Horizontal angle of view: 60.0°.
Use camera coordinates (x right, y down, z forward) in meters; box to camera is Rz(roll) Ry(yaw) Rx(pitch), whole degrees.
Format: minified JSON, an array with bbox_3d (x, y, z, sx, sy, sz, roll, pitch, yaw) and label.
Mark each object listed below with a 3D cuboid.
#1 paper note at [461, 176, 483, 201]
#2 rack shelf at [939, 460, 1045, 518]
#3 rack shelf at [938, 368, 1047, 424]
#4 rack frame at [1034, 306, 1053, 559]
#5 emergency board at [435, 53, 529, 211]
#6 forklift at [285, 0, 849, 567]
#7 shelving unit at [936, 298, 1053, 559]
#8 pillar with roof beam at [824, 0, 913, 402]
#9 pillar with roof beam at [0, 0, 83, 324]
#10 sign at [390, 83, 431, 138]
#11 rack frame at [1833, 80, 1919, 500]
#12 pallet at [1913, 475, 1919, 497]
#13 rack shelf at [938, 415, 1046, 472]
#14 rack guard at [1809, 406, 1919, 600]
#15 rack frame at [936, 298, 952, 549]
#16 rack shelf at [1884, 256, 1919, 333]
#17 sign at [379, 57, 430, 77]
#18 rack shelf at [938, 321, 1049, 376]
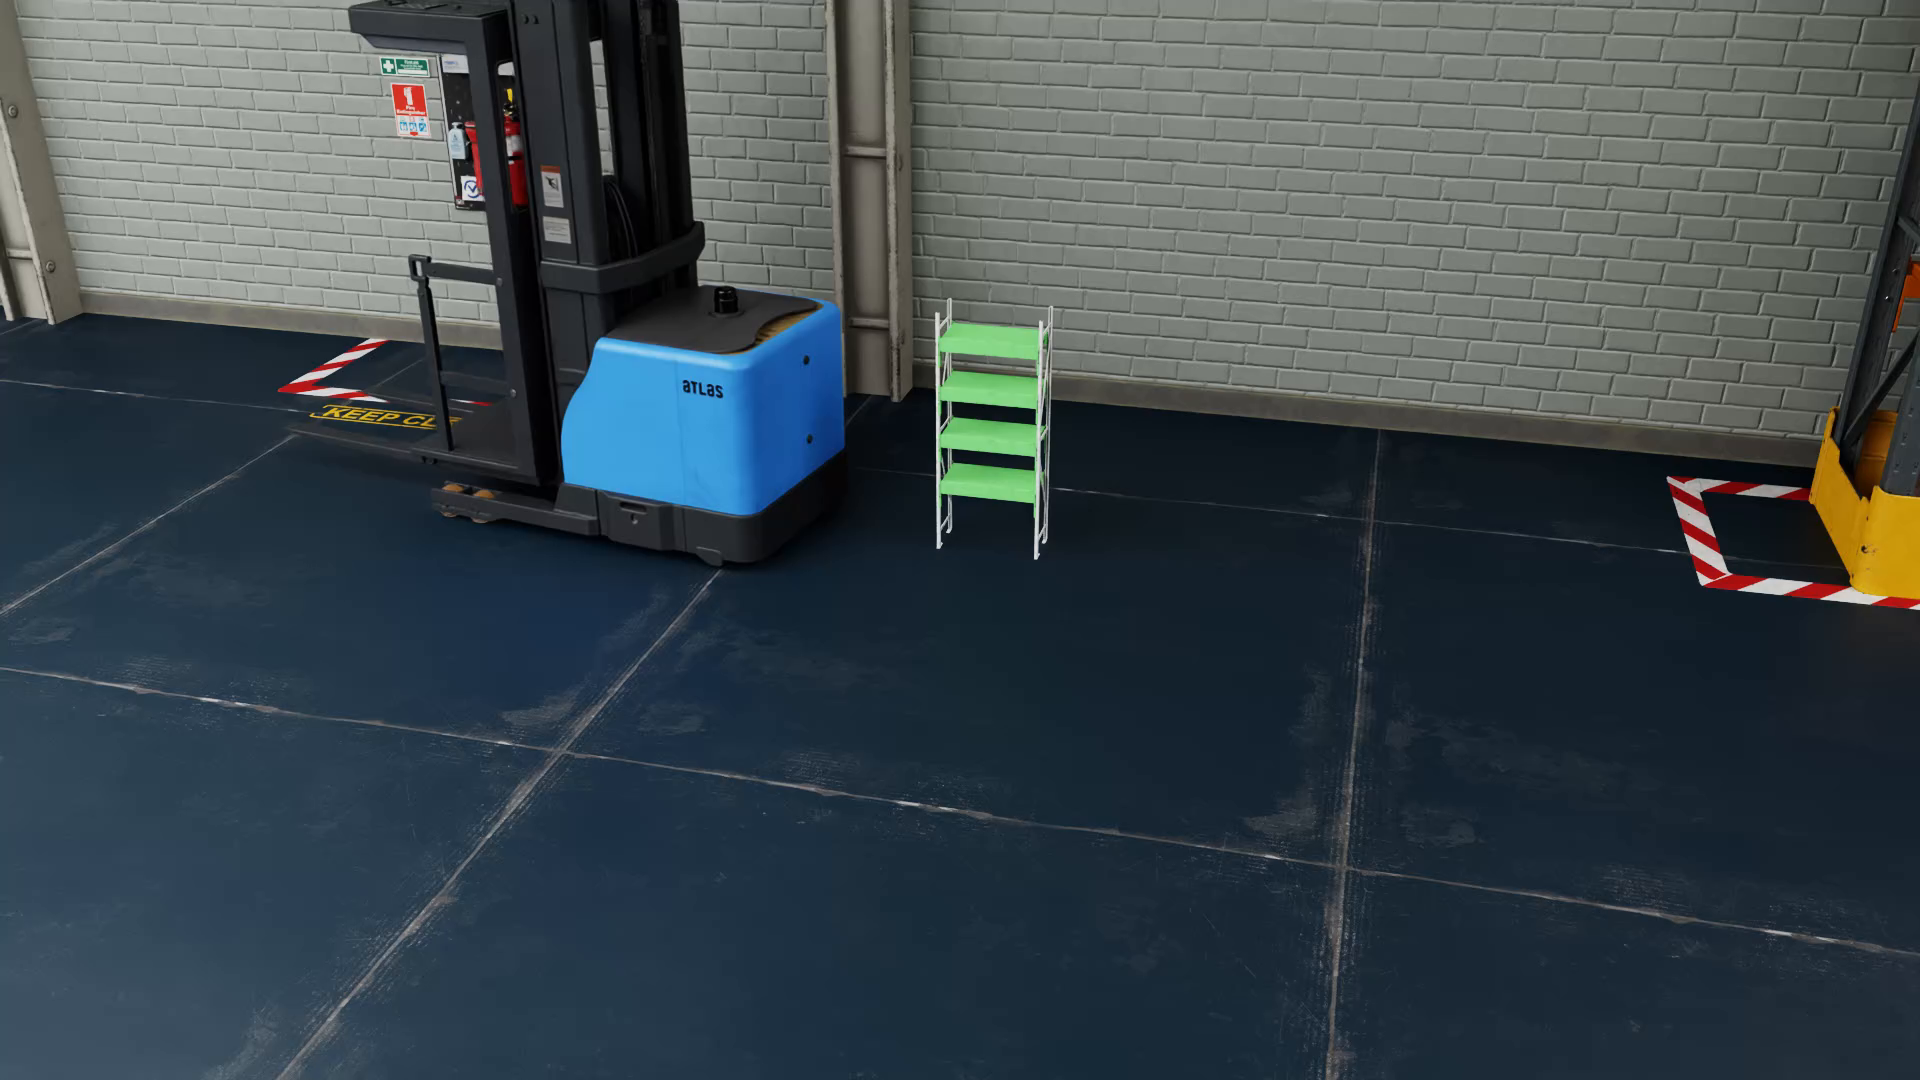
[{"bbox_3d":[-3.053,-2.198,10.402,0.142,0.148,0.016,6,26,13],"label":"paper note"},{"bbox_3d":[0.160,-0.250,8.085,0.480,0.148,0.258,6,26,13],"label":"rack shelf"},{"bbox_3d":[0.160,-0.683,7.879,0.480,0.148,0.258,6,26,13],"label":"rack shelf"},{"bbox_3d":[0.397,-0.498,7.900,0.015,1.200,0.240,6,26,13],"label":"rack frame"},{"bbox_3d":[-2.899,-2.548,10.112,0.643,1.169,0.194,6,26,13],"label":"emergency board"},{"bbox_3d":[-2.139,-1.601,8.203,3.031,2.935,1.130,11,27,21],"label":"forklift"},{"bbox_3d":[0.160,-0.524,7.955,0.503,1.200,0.258,6,26,13],"label":"shelving unit"},{"bbox_3d":[-1.587,-3.184,4.469,0.400,9.000,9.100,6,26,13],"label":"pillar with roof beam"},{"bbox_3d":[-7.398,-3.826,5.818,0.400,9.000,9.100,6,26,13],"label":"pillar with roof beam"},{"bbox_3d":[-3.408,-2.666,10.319,0.234,0.329,0.001,6,26,13],"label":"sign"},{"bbox_3d":[4.403,-1.340,7.575,0.127,3.000,1.000,6,26,13],"label":"rack frame"},{"bbox_3d":[5.254,0.029,7.944,1.213,0.211,1.003,6,26,13],"label":"pallet"},{"bbox_3d":[0.160,-0.466,7.982,0.480,0.148,0.258,6,26,13],"label":"rack shelf"},{"bbox_3d":[4.476,-0.203,8.095,0.348,0.500,1.175,6,26,13],"label":"rack guard"},{"bbox_3d":[-0.076,-0.550,8.010,0.015,1.200,0.240,6,26,13],"label":"rack frame"},{"bbox_3d":[6.340,-0.801,7.280,4.000,0.370,1.077,6,26,13],"label":"rack shelf"},{"bbox_3d":[-3.406,-2.901,10.196,0.331,0.109,0.001,6,26,13],"label":"sign"},{"bbox_3d":[0.160,-0.900,7.776,0.480,0.148,0.258,6,26,13],"label":"rack shelf"}]
